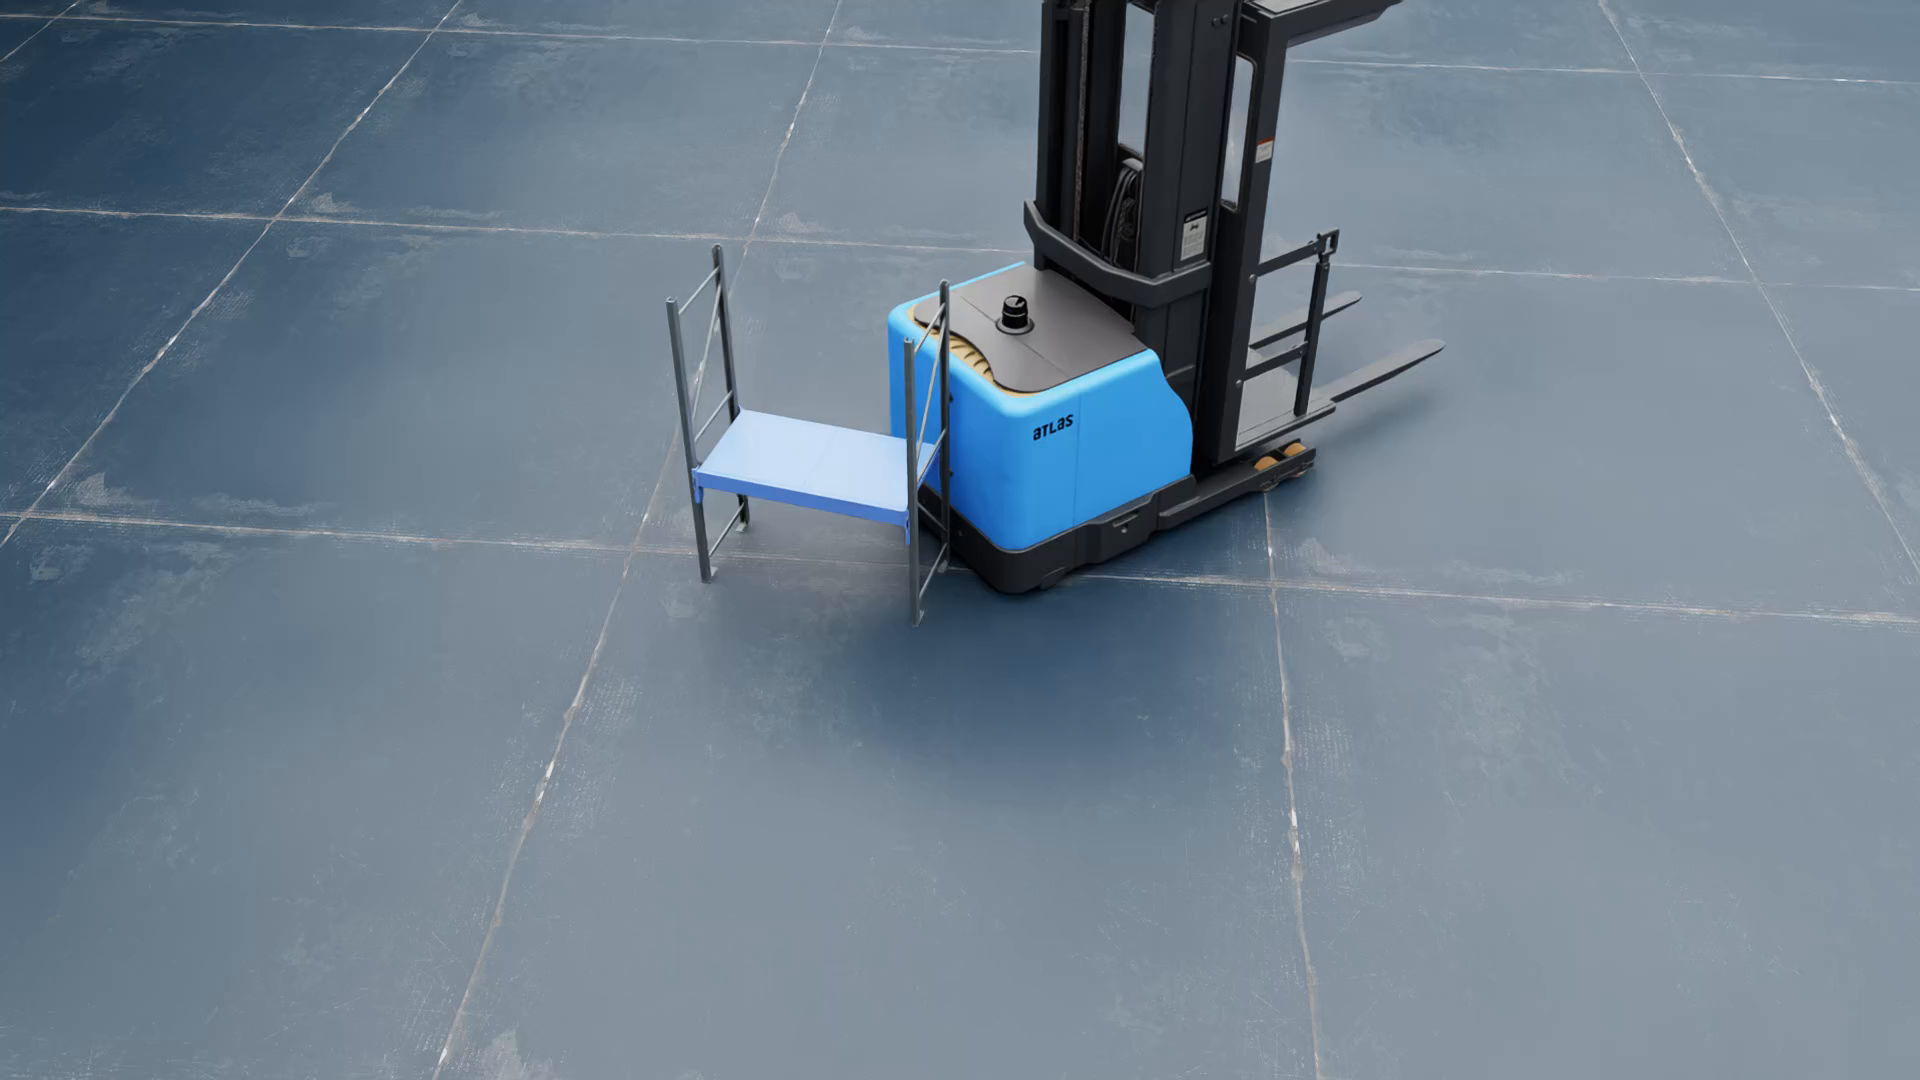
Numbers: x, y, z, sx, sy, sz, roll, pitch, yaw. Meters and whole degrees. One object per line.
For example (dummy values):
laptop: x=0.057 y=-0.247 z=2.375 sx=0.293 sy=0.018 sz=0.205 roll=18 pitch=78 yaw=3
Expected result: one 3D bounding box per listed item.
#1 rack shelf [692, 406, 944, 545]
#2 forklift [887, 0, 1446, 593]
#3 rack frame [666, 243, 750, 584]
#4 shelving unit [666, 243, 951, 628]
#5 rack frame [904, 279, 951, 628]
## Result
rack shelf: x=-0.618 y=-0.297 z=7.383 sx=1.000 sy=0.185 sz=0.538 roll=11 pitch=40 yaw=13
forklift: x=1.156 y=-1.632 z=7.603 sx=3.031 sy=2.935 sz=1.130 roll=-24 pitch=45 yaw=-26
rack frame: x=-1.103 y=-0.532 z=7.386 sx=0.032 sy=1.500 sz=0.500 roll=11 pitch=40 yaw=13
shelving unit: x=-0.618 y=-0.437 z=7.269 sx=1.048 sy=1.500 sz=0.538 roll=11 pitch=40 yaw=13
rack frame: x=-0.132 y=-0.342 z=7.152 sx=0.032 sy=1.500 sz=0.500 roll=11 pitch=40 yaw=13
